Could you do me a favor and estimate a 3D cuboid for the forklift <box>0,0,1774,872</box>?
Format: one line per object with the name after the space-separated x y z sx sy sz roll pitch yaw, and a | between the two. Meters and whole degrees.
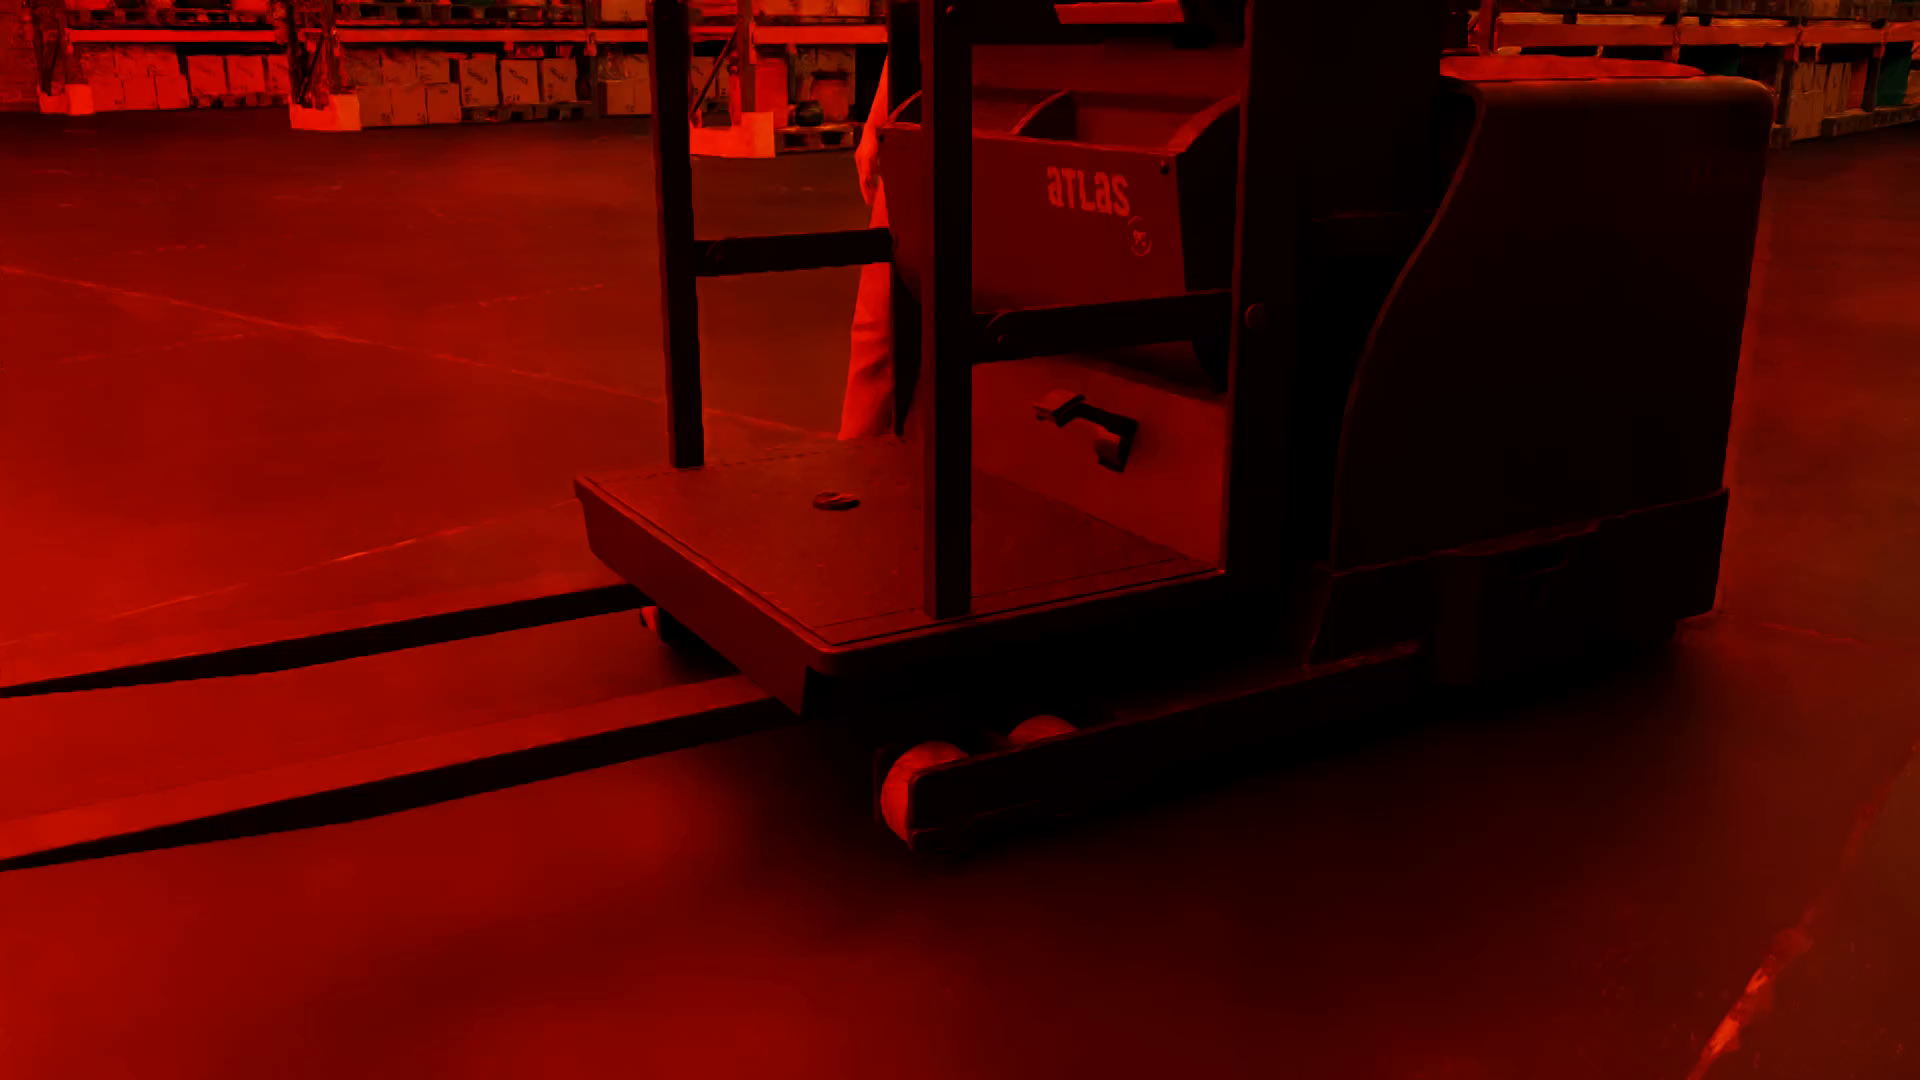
-0.041 -1.114 2.567 3.031 2.935 1.130 -10 19 -29 | forklift

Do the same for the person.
-0.056 -0.806 3.644 0.554 1.673 0.545 13 21 37 | person
